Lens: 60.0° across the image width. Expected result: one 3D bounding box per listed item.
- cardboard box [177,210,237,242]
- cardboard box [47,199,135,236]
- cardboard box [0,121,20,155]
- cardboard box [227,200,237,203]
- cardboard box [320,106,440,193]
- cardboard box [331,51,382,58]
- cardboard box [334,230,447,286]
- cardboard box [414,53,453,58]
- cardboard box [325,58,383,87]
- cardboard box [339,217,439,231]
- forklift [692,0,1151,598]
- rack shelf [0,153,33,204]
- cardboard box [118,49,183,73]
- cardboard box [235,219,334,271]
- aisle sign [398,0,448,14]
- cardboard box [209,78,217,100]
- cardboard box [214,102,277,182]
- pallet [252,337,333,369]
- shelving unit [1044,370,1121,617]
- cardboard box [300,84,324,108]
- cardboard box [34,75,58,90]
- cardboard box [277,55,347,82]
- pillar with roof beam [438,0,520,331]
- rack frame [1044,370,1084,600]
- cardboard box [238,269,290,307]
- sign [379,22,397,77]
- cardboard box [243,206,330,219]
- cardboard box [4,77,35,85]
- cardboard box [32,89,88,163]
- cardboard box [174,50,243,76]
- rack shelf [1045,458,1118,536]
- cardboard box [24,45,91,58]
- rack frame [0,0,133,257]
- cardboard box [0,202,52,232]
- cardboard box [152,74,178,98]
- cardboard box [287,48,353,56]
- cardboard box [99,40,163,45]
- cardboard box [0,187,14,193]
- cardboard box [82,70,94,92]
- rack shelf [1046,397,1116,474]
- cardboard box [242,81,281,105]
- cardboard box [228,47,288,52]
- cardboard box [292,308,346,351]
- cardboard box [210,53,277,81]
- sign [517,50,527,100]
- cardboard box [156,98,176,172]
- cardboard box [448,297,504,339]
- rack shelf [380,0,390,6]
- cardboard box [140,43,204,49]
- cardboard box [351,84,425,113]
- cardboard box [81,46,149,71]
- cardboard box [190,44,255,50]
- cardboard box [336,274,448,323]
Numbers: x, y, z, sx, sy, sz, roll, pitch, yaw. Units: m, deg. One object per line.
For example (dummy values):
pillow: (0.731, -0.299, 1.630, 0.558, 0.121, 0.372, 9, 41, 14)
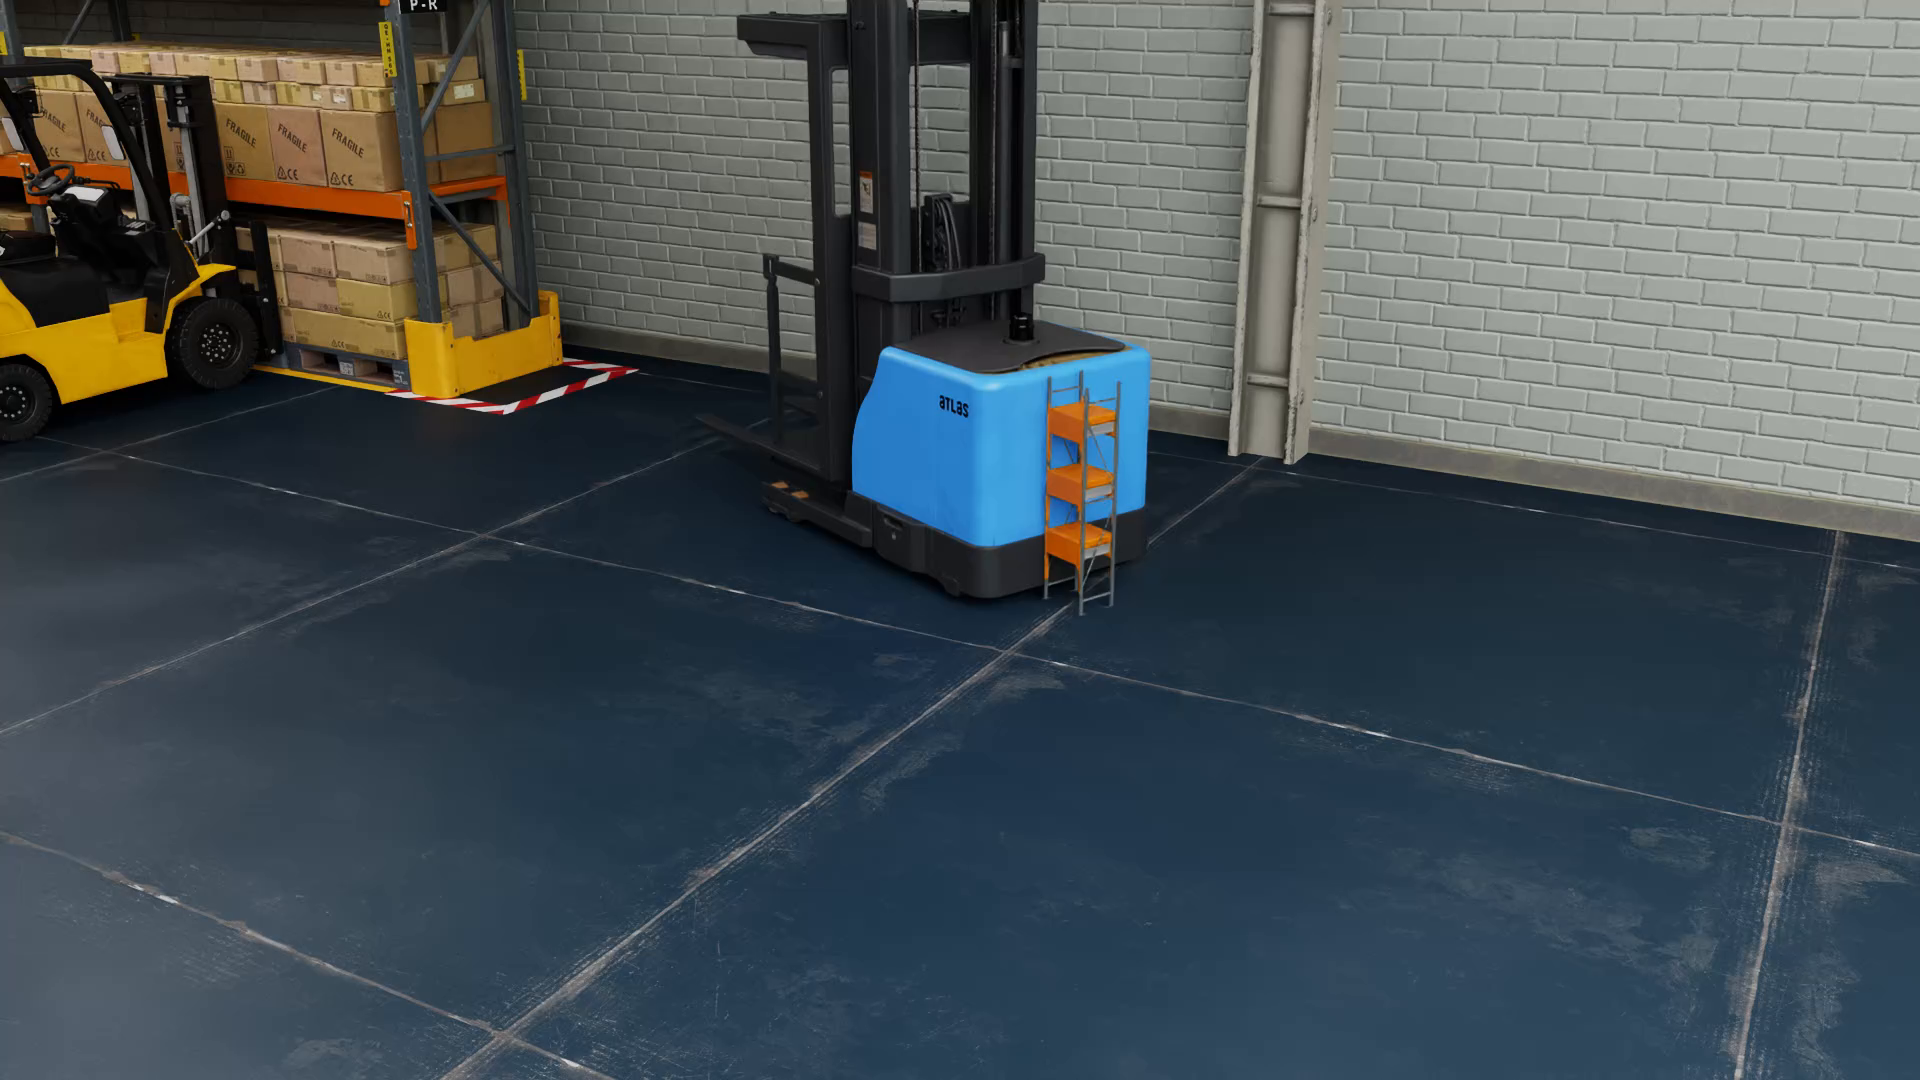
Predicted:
cardboard box: (-5.598, -2.234, 12.076, 0.500, 0.250, 0.500, 12, 23, 29)
cardboard box: (-6.480, -2.402, 12.538, 0.500, 0.250, 0.500, 10, 22, 26)
cardboard box: (-7.317, -3.136, 12.832, 0.500, 0.250, 0.500, 11, 23, 29)
cardboard box: (-5.775, -2.472, 12.730, 0.500, 0.250, 0.500, 10, 22, 27)
cardboard box: (-3.815, -2.586, 10.950, 0.500, 0.500, 0.500, 10, 22, 26)
cardboard box: (-4.104, -3.286, 11.490, 0.250, 0.149, 0.380, 11, 23, 28)
cardboard box: (-3.811, -1.894, 11.138, 0.500, 0.250, 0.500, 12, 23, 29)
cardboard box: (-3.648, -3.210, 11.281, 0.250, 0.149, 0.380, 12, 23, 29)
cardboard box: (-3.903, -3.056, 10.857, 0.250, 0.149, 0.380, 11, 23, 27)
cardboard box: (-4.022, -2.129, 11.785, 0.500, 0.250, 0.500, 11, 23, 27)
forklift: (-0.389, -1.554, 8.351, 1.130, 2.935, 3.031, -14, 24, -34)
rack shelf: (-8.495, -3.195, 13.830, 4.000, 0.370, 1.077, 11, 23, 27)
cardboard box: (-5.702, -3.386, 11.768, 0.250, 0.149, 0.380, 10, 22, 26)
cardboard box: (-4.705, -2.058, 11.591, 0.500, 0.250, 0.500, 11, 23, 28)
aisle sign: (-3.343, -3.659, 10.242, 0.004, 0.787, 0.394, 11, 23, 27)
cardboard box: (-5.002, -3.136, 11.514, 0.250, 0.149, 0.380, 11, 22, 27)
cardboard box: (-4.711, -2.760, 11.430, 0.500, 0.500, 0.500, 10, 22, 26)
pallet: (-5.006, -1.543, 12.308, 1.213, 0.211, 1.003, 11, 23, 27)
shelving unit: (0.539, -0.205, 7.390, 0.215, 1.050, 0.252, -14, 24, -34)
cardboard box: (-4.131, -2.957, 11.020, 0.250, 0.149, 0.380, 11, 23, 28)
cardboard box: (-6.599, -3.421, 12.301, 0.250, 0.149, 0.380, 10, 22, 26)
cardboard box: (-4.326, -3.155, 11.130, 0.250, 0.149, 0.380, 11, 23, 28)
pillar with roof beam: (-5.525, -4.458, 7.459, 0.400, 9.000, 9.100, 11, 23, 27)
rack frame: (0.465, -0.238, 7.482, 0.200, 1.050, 0.008, -14, 24, -34)
cardboard box: (-4.728, -1.830, 11.693, 0.500, 0.250, 0.500, 10, 22, 26)
sign: (-3.534, -3.032, 10.280, 0.005, 0.325, 0.100, 11, 23, 27)
cardboard box: (-4.898, -2.302, 12.264, 0.500, 0.250, 0.500, 10, 22, 26)
cardboard box: (-7.156, -3.543, 12.637, 0.250, 0.149, 0.380, 12, 23, 29)
cardboard box: (-6.489, -3.096, 12.356, 0.500, 0.500, 0.500, 10, 22, 26)
cardboard box: (-5.226, -3.324, 11.597, 0.250, 0.149, 0.380, 11, 23, 28)
rack shelf: (0.539, -0.195, 7.394, 0.215, 0.259, 0.240, -14, 24, -34)
cardboard box: (-6.616, -3.551, 12.222, 0.250, 0.149, 0.380, 11, 23, 28)
rack frame: (-6.749, -3.201, 12.790, 0.127, 3.000, 1.000, 11, 23, 27)
cardboard box: (-7.210, -2.365, 13.354, 0.625, 0.625, 0.875, 12, 23, 30)
cardboard box: (-5.496, -3.200, 11.690, 0.250, 0.149, 0.380, 10, 22, 26)
cardboard box: (-4.528, -3.395, 11.792, 0.250, 0.149, 0.380, 10, 22, 26)
cardboard box: (-6.323, -3.729, 12.714, 0.250, 0.149, 0.380, 11, 23, 27)
cardboard box: (-8.541, -2.621, 14.059, 0.625, 0.625, 0.875, 10, 22, 25)
cardboard box: (-6.131, -3.344, 12.087, 0.250, 0.149, 0.380, 11, 23, 27)
rack shelf: (0.539, -0.462, 7.297, 0.215, 0.259, 0.240, -14, 24, -34)
cardboard box: (-4.598, -3.032, 11.226, 0.250, 0.149, 0.380, 10, 22, 26)
cardboard box: (-5.015, -3.455, 11.958, 0.250, 0.149, 0.380, 12, 23, 29)
cardboard box: (-4.251, -1.510, 11.546, 0.500, 0.250, 0.500, 11, 23, 27)
cardboard box: (-4.836, -3.207, 11.272, 0.250, 0.149, 0.380, 11, 23, 28)
sign: (-2.981, -3.144, 11.248, 0.005, 0.325, 0.100, 11, 23, 27)
cardboard box: (-5.584, -2.931, 11.899, 0.500, 0.500, 0.500, 11, 22, 27)
cardboard box: (-3.590, -1.580, 11.739, 0.500, 0.250, 0.500, 11, 23, 28)
rack shelf: (-5.003, -3.940, 11.485, 4.000, 0.370, 1.077, 11, 23, 27)
cardboard box: (-5.887, -3.635, 12.454, 0.250, 0.149, 0.380, 11, 22, 27)
cardboard box: (-3.696, -2.862, 10.758, 0.250, 0.149, 0.380, 11, 23, 28)
cardboard box: (-6.116, -3.495, 12.067, 0.250, 0.149, 0.380, 10, 22, 26)
cardboard box: (-5.421, -3.563, 12.255, 0.250, 0.149, 0.380, 10, 22, 26)
cardboard box: (-3.834, -1.663, 11.235, 0.500, 0.250, 0.500, 10, 22, 27)
